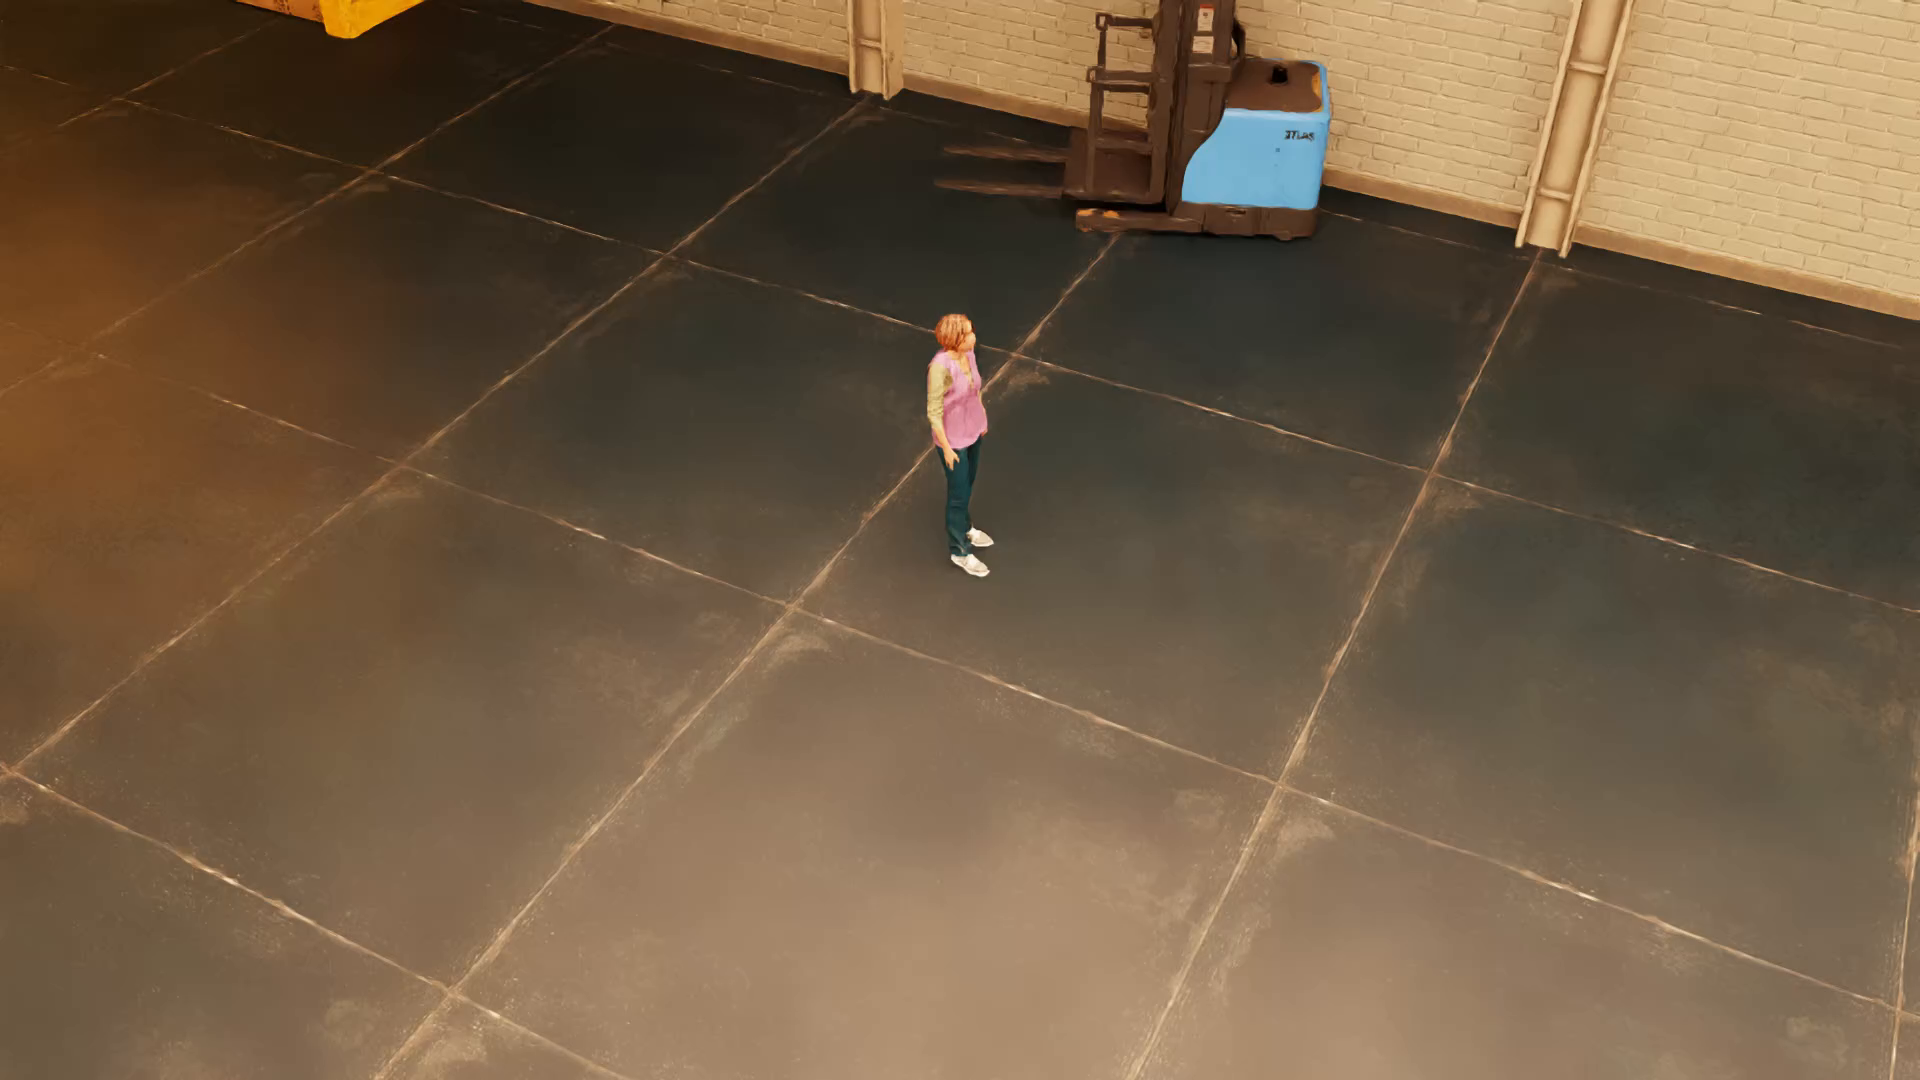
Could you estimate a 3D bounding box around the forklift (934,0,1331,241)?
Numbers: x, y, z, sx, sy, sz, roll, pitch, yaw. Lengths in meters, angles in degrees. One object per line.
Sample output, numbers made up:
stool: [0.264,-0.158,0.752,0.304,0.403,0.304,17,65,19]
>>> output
forklift: [1.332,-3.879,12.592,3.031,2.935,1.130,5,40,6]

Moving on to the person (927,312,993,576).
person: [0.059,-0.586,9.707,0.474,1.597,0.520,18,43,21]
